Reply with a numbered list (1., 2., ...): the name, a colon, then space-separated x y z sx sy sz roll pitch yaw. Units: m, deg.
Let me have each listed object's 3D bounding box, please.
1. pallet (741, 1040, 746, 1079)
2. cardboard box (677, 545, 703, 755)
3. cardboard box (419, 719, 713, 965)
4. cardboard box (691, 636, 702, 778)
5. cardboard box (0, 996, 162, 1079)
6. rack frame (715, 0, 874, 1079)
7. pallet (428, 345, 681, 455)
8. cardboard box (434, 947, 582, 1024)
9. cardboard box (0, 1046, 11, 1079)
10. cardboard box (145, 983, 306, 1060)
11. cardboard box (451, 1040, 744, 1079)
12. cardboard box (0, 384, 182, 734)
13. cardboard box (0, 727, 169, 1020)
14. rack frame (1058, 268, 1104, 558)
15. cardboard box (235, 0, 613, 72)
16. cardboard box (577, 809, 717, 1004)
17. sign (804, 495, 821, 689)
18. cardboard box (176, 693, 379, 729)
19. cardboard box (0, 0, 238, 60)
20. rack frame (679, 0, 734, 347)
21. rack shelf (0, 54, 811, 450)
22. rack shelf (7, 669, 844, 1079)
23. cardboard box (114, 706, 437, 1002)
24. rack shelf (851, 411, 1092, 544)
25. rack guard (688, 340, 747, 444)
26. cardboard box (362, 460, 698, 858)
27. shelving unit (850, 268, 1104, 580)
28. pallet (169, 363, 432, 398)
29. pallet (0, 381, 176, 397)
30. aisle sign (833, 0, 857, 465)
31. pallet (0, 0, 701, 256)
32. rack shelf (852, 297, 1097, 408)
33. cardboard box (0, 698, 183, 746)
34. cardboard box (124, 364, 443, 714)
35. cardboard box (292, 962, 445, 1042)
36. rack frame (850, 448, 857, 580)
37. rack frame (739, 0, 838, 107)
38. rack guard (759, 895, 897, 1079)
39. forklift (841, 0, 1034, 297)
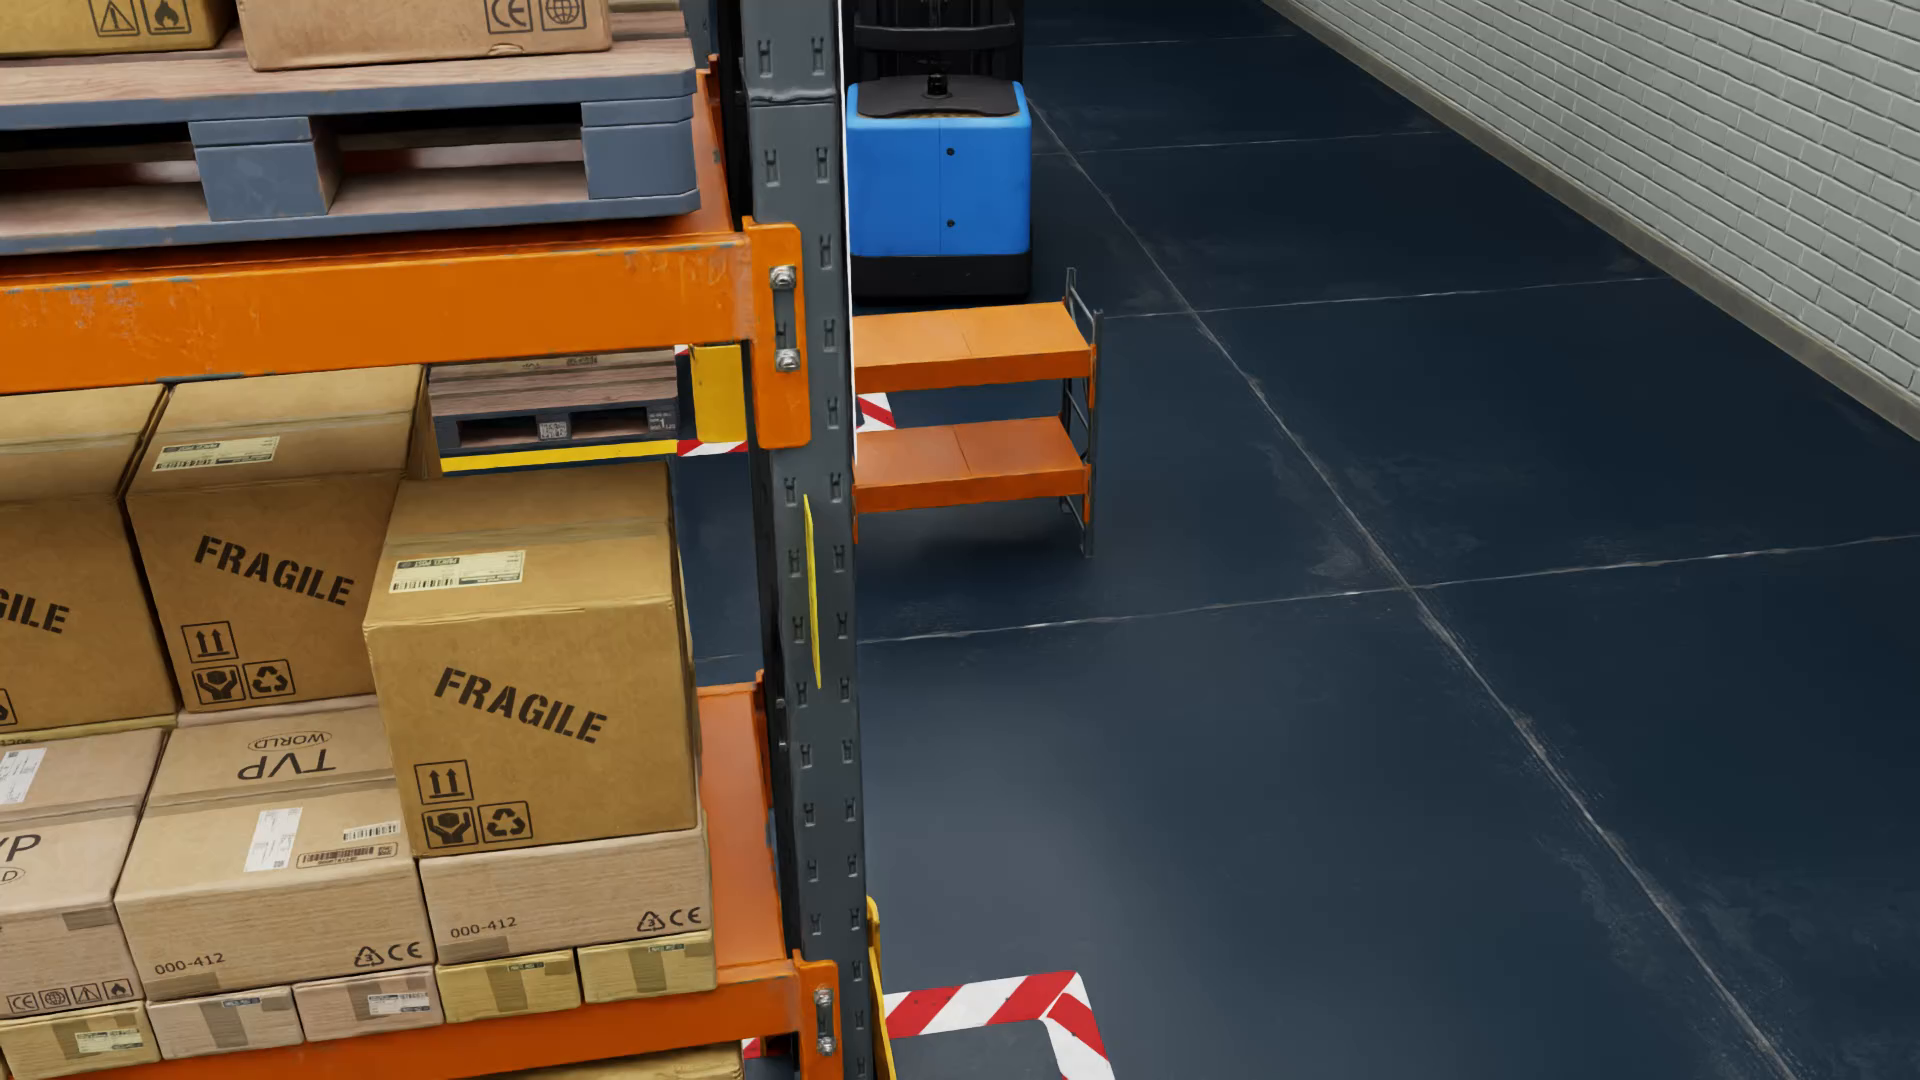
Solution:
1. pallet: -1.102 1.731 4.098 1.213 0.211 1.003 -5 31 -9
2. cardboard box: -0.850 0.262 3.699 0.500 0.250 0.500 -6 31 -10
3. cardboard box: -0.759 0.530 3.244 0.500 0.250 0.500 -6 31 -10
4. cardboard box: -0.738 0.393 3.870 0.250 0.149 0.380 -5 31 -8
5. cardboard box: -1.625 0.816 3.151 0.250 0.149 0.380 -6 31 -10
6. rack frame: -0.330 0.417 3.582 0.127 3.000 1.000 -5 31 -9
7. pallet: -2.040 -0.795 8.393 1.213 0.211 1.003 -5 31 -9
8. cardboard box: -0.876 0.746 3.269 0.250 0.149 0.380 -5 31 -8
9. cardboard box: -1.880 0.840 3.110 0.250 0.149 0.380 -5 31 -9
10. cardboard box: -1.370 0.791 3.193 0.250 0.149 0.380 -5 31 -8
11. cardboard box: -0.945 1.250 3.847 0.875 0.875 0.875 -5 31 -9
12. cardboard box: -1.851 0.035 3.345 0.500 0.500 0.500 -6 31 -10
13. cardboard box: -1.758 0.622 3.087 0.500 0.250 0.500 -6 31 -11
14. rack frame: 0.507 -0.532 7.045 0.032 1.125 0.500 -5 31 -9
15. cardboard box: -0.832 -1.069 2.538 0.500 0.500 0.700 -7 31 -12
16. cardboard box: -0.621 0.722 3.311 0.250 0.149 0.380 -5 31 -8
17. sign: -0.246 0.087 2.766 0.005 0.325 0.100 -5 31 -9
18. cardboard box: -1.361 0.313 3.612 0.500 0.250 0.500 -6 31 -10
19. cardboard box: -1.407 -1.078 2.553 0.500 0.500 0.700 -6 31 -11
20. rack frame: -1.222 -2.053 7.781 0.127 3.000 1.000 -5 31 -9
21. rack shelf: -2.297 -0.383 2.693 4.000 0.370 1.077 -5 31 -9
22. rack shelf: -2.297 0.910 3.454 4.000 0.370 1.077 -5 31 -9
23. cardboard box: -1.258 0.576 3.166 0.500 0.250 0.500 -6 31 -10
24. rack shelf: 0.007 -0.275 7.090 1.000 0.278 0.538 -5 31 -9
25. rack guard: -1.201 -0.984 8.430 0.348 0.500 1.175 -5 31 -9
26. cardboard box: -0.762 0.206 3.056 0.500 0.500 0.500 -5 31 -8
27. shelving unit: 0.007 -0.486 6.966 1.048 1.125 0.538 -5 31 -9
28. pallet: -3.238 -0.685 8.207 1.213 0.211 1.003 -5 31 -9
29. pallet: -4.440 -0.572 8.014 1.213 0.211 1.003 -5 31 -9
30. aisle sign: -0.205 -0.561 2.680 0.004 0.787 0.394 -5 31 -9
31. pallet: -1.058 -0.765 2.720 1.213 0.211 1.003 -5 31 -9
32. rack shelf: 0.007 -0.738 6.818 1.000 0.278 0.538 -5 31 -9
33. cardboard box: -1.855 0.357 3.537 0.500 0.250 0.500 -6 31 -11
34. cardboard box: -1.342 -0.015 3.431 0.500 0.500 0.500 -6 31 -10
35. cardboard box: -1.124 0.769 3.231 0.250 0.149 0.380 -5 31 -9
36. rack frame: -0.493 -0.439 6.887 0.032 1.125 0.500 -5 31 -9
37. rack frame: -0.330 -2.169 2.061 0.127 3.000 1.000 -5 31 -9
38. rack guard: -0.306 1.492 4.219 0.348 0.500 1.175 -5 31 -9
39. forklift: -0.172 -3.360 10.073 1.130 2.935 3.031 -1 30 -2
